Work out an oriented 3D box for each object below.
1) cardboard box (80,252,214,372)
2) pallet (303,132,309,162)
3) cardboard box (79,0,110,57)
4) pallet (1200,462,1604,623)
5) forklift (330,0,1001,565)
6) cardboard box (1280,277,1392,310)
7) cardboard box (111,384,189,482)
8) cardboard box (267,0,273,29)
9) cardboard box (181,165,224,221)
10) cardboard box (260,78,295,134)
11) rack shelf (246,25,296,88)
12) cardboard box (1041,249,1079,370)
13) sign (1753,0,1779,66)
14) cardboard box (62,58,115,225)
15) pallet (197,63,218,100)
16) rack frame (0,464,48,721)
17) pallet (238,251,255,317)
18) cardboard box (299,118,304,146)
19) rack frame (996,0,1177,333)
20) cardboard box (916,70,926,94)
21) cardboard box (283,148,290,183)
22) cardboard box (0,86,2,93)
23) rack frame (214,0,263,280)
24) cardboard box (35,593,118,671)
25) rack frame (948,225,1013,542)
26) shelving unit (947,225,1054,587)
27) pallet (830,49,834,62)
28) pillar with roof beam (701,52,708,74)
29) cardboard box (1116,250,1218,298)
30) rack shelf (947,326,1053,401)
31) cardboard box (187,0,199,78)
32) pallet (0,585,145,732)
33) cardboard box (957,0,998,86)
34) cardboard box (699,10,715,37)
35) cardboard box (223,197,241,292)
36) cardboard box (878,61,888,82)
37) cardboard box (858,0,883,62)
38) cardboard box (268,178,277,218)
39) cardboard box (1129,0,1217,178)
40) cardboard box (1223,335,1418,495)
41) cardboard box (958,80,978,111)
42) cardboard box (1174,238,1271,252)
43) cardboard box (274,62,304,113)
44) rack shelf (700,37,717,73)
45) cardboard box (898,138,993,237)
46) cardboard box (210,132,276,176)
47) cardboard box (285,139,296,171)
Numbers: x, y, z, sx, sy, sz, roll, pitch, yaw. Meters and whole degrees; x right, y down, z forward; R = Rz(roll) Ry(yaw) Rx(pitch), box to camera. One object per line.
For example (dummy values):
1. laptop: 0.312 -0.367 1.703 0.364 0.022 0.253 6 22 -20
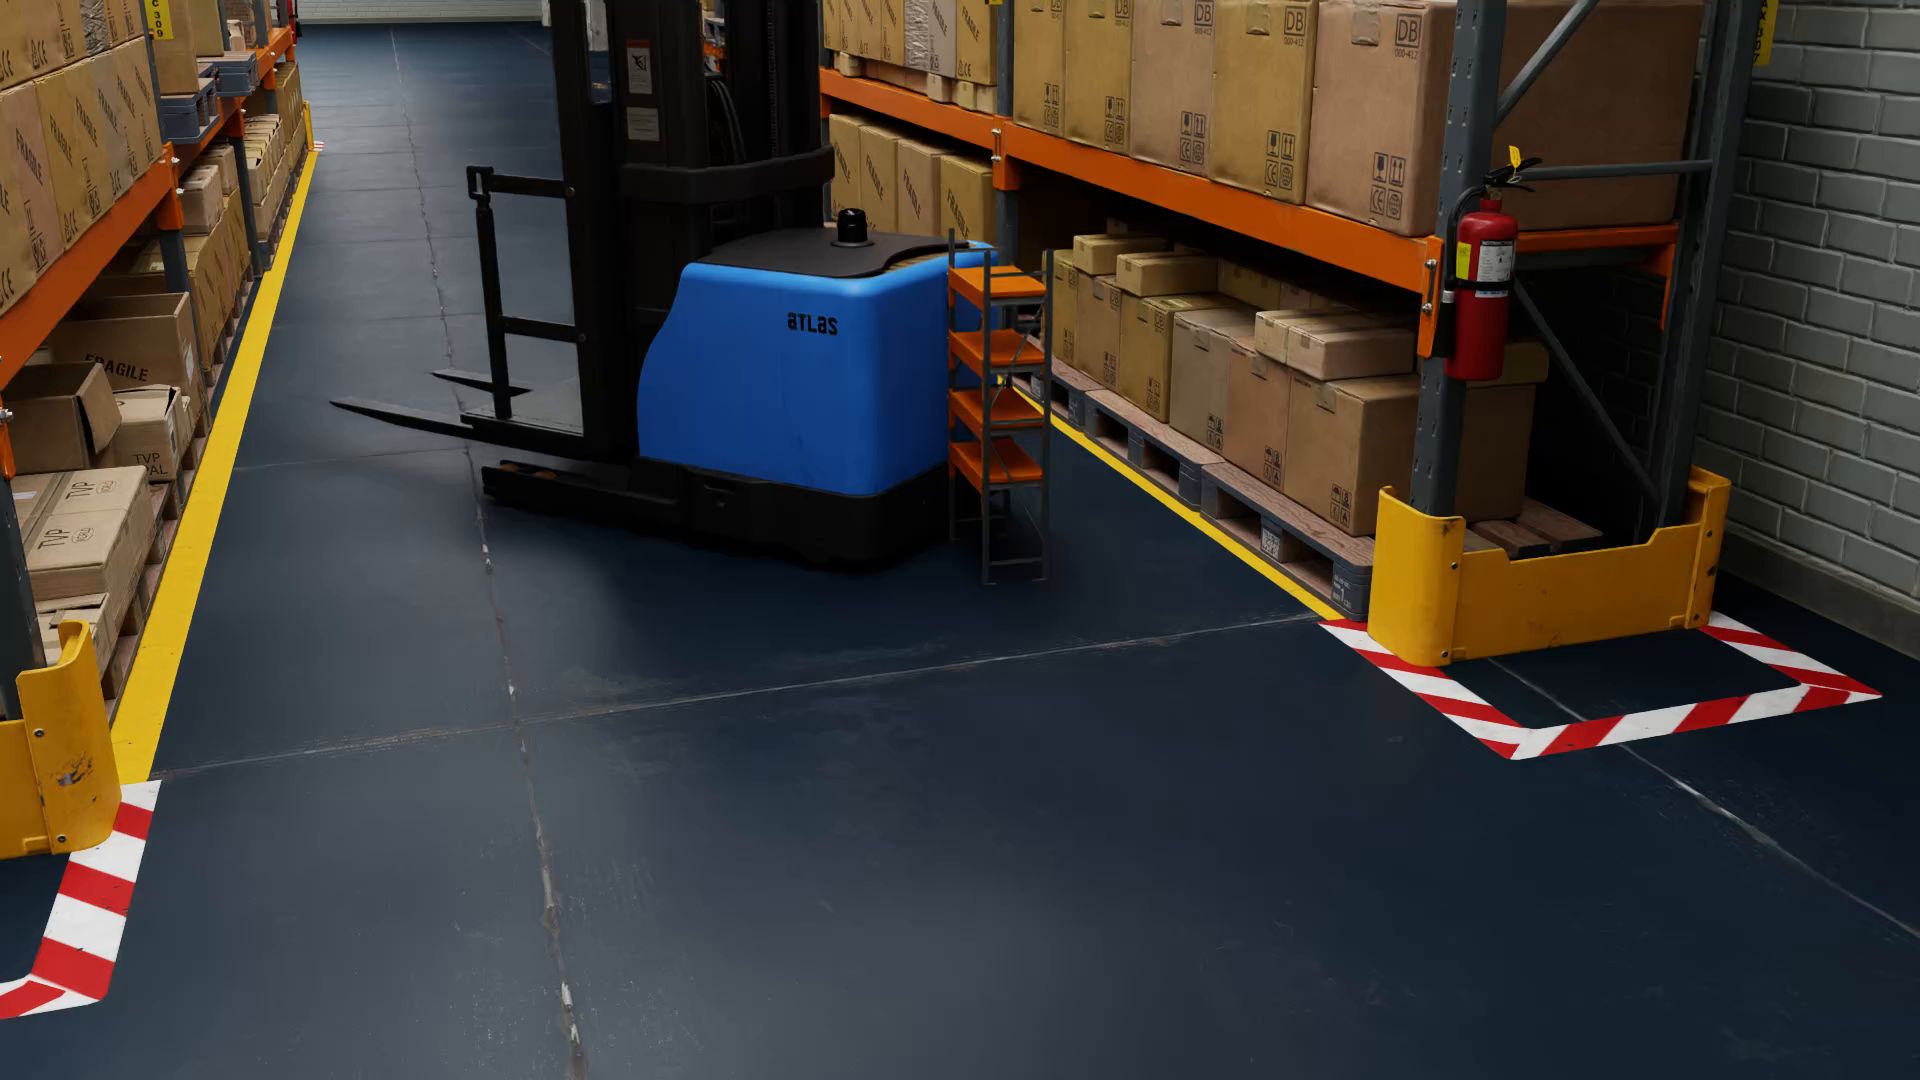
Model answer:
1. cardboard box: -3.938 -1.093 8.070 0.500 0.500 0.500 -7 21 -20
2. pallet: -7.509 -4.179 17.740 1.003 0.211 1.213 -6 21 -17
3. cardboard box: -3.291 -1.939 5.749 0.500 0.500 0.500 -6 21 -17
4. pallet: 1.616 -0.061 6.275 1.003 0.211 1.213 -6 21 -17
5. forklift: -1.368 -1.636 6.634 3.031 2.935 1.130 11 23 28
6. cardboard box: 1.537 -0.972 6.801 0.380 0.149 0.250 -6 21 -16
7. cardboard box: -3.333 -0.430 6.503 0.500 0.311 0.500 -6 21 -17
8. cardboard box: -7.655 -5.628 17.501 0.700 0.500 0.500 -6 21 -17
9. cardboard box: -4.411 -1.928 9.285 0.500 0.250 0.500 -7 21 -18
10. cardboard box: -6.545 -4.047 15.584 0.500 0.500 0.500 -6 21 -17
11. rack shelf: -7.161 -4.752 16.274 1.077 0.370 4.000 -6 21 -17
12. cardboard box: 0.822 -1.180 8.340 0.700 0.500 0.500 -6 21 -17
13. sign: 2.470 -1.627 5.112 0.100 0.325 0.005 -6 21 -17
14. cardboard box: -3.127 -1.302 5.457 0.500 0.500 0.500 -6 21 -16
15. pallet: -4.659 -2.451 9.088 1.003 0.211 1.213 -6 21 -17
16. rack frame: -2.760 -0.598 3.644 1.000 3.000 0.127 -6 21 -17
17. pallet: -5.076 -1.609 10.585 1.003 0.211 1.213 -6 21 -17
18. cardboard box: -7.013 -4.176 17.052 0.500 0.250 0.500 -6 21 -17
19. rack frame: 0.684 -2.409 8.686 1.000 3.000 0.127 -6 21 -17
20. cardboard box: -0.049 -2.791 10.092 0.380 0.149 0.250 -7 21 -19
21. cardboard box: -6.126 -3.250 14.474 0.500 0.250 0.500 -7 21 -18
22. cardboard box: -2.649 -1.286 3.933 0.500 0.500 0.500 -6 21 -16
23. rack frame: -5.275 -3.165 10.792 1.000 3.000 0.127 -6 21 -17
24. cardboard box: -2.644 0.277 4.748 0.380 0.166 0.250 -6 21 -17
25. rack frame: 0.076 -0.569 6.226 0.240 1.200 0.015 -5 20 -14
26. shelving unit: 0.137 -0.489 6.004 0.258 1.200 0.503 -5 20 -14
27. pallet: -0.898 -3.820 12.898 1.213 0.211 1.003 -6 21 -17
28. pillar with roof beam: -8.019 -10.419 22.111 9.100 9.000 0.400 -6 21 -17
29. cardboard box: 0.920 -1.188 7.404 0.380 0.149 0.250 -7 21 -19
30. rack shelf: 0.137 -0.636 5.951 0.258 0.148 0.480 -5 20 -14
31. cardboard box: -4.230 -2.516 8.215 0.700 0.500 0.500 -3 20 -9
32. pallet: -3.036 0.434 4.895 1.003 0.211 1.213 -6 21 -17
33. cardboard box: 0.300 -2.727 8.954 0.500 0.500 0.500 -7 21 -18
34. cardboard box: -2.267 -5.035 16.189 0.500 0.250 0.500 -6 21 -17
35. cardboard box: -4.596 -1.755 9.911 0.500 0.500 0.500 -7 21 -19
36. cardboard box: -0.330 -3.128 11.029 0.380 0.149 0.250 -6 21 -16
37. cardboard box: -0.353 -3.378 10.766 0.500 0.500 0.500 -6 21 -17
38. cardboard box: -5.488 -2.596 12.652 0.500 0.250 0.500 -7 21 -19
39. cardboard box: 1.301 -1.907 6.845 0.980 0.700 0.700 -7 21 -20
40. cardboard box: 1.469 -0.521 6.507 0.700 0.500 0.500 -6 21 -17
41. cardboard box: 0.207 -2.457 9.162 0.380 0.149 0.250 -6 21 -16
42. cardboard box: 1.216 -1.299 7.713 0.380 0.149 0.250 -7 21 -19
43. cardboard box: -7.338 -4.849 17.815 0.500 0.500 0.500 -6 21 -17
44. rack shelf: -2.459 -5.280 17.742 1.077 0.370 4.000 -6 21 -17
45. cardboard box: 0.074 -2.075 10.314 0.750 0.750 0.750 -6 21 -16
46. cardboard box: -5.654 -3.029 13.028 0.500 0.311 0.500 -7 21 -18
47. cardboard box: -6.390 -3.533 15.263 0.500 0.250 0.500 -6 21 -17
